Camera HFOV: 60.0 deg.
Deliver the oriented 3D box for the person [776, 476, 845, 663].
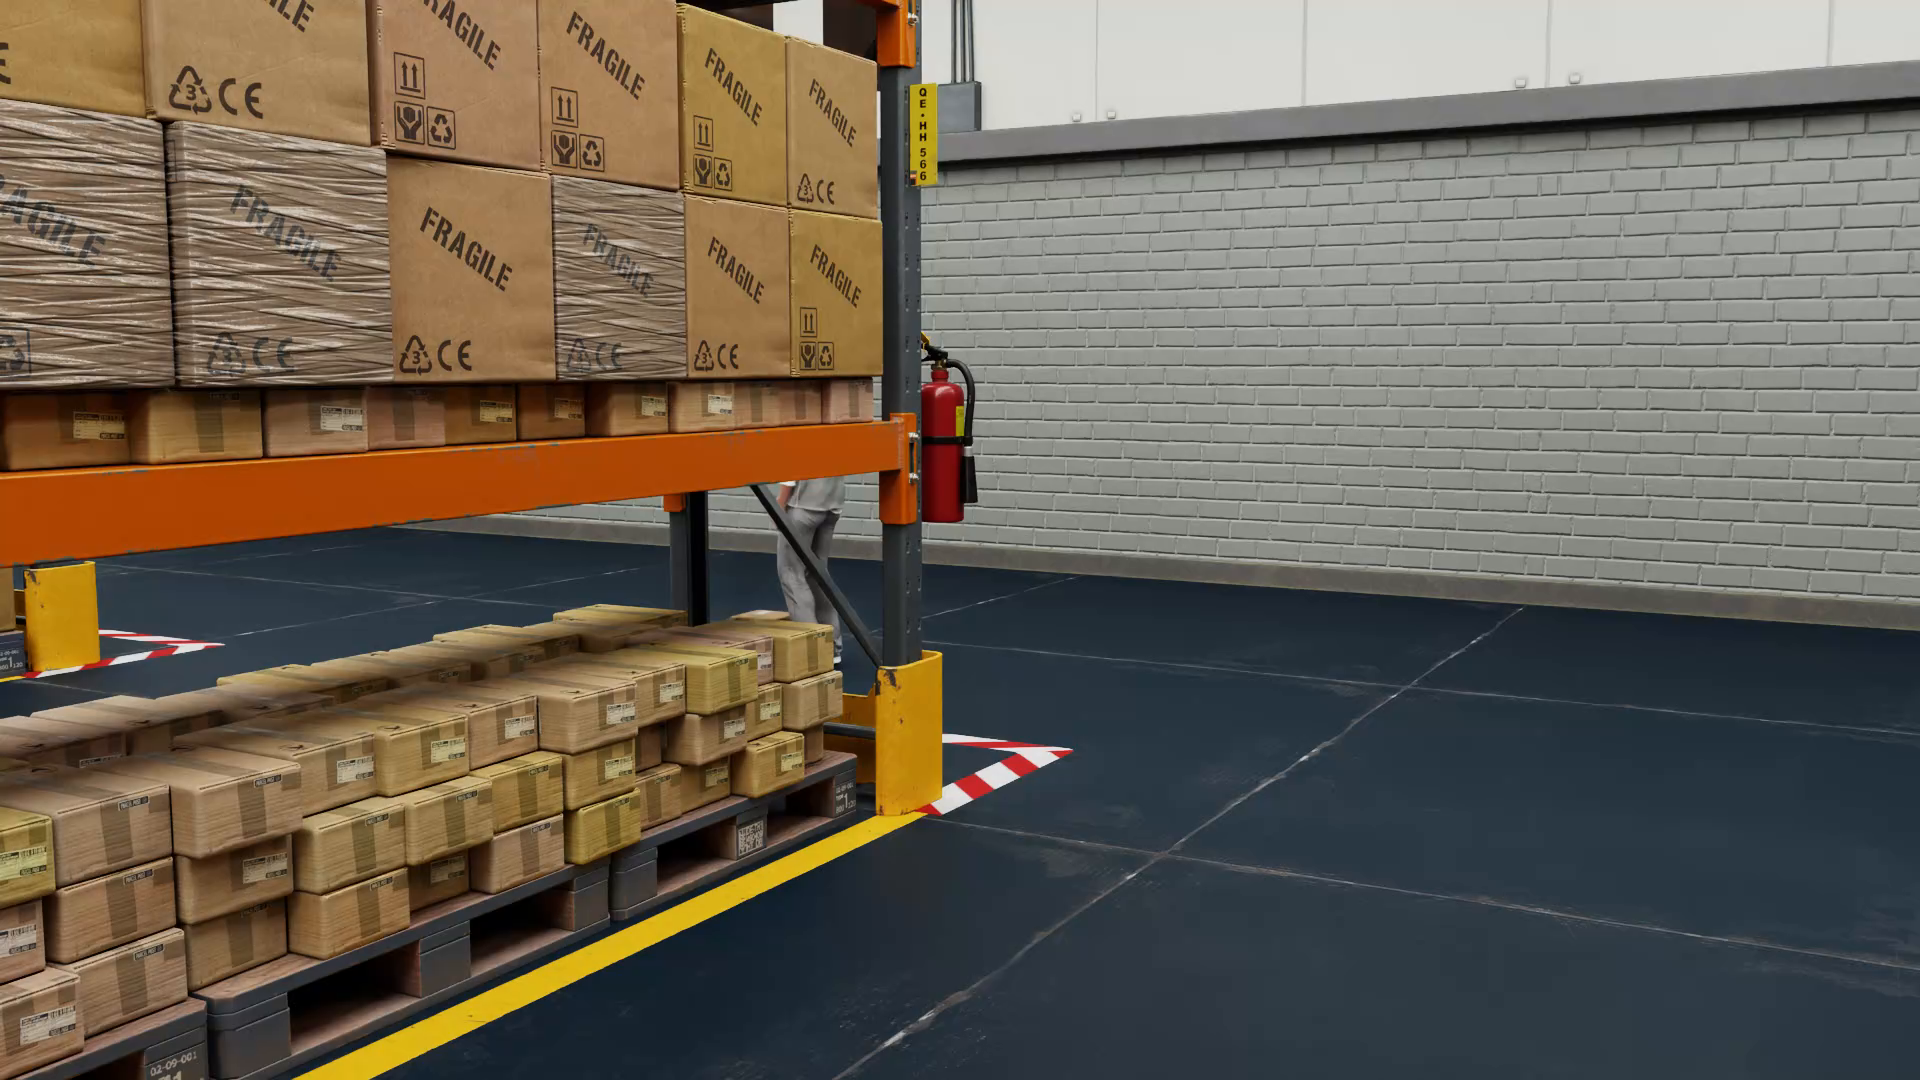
[{"bbox_3d":[-0.743,-0.161,8.067,0.346,1.591,0.466,3,7,26],"label":"person"}]
